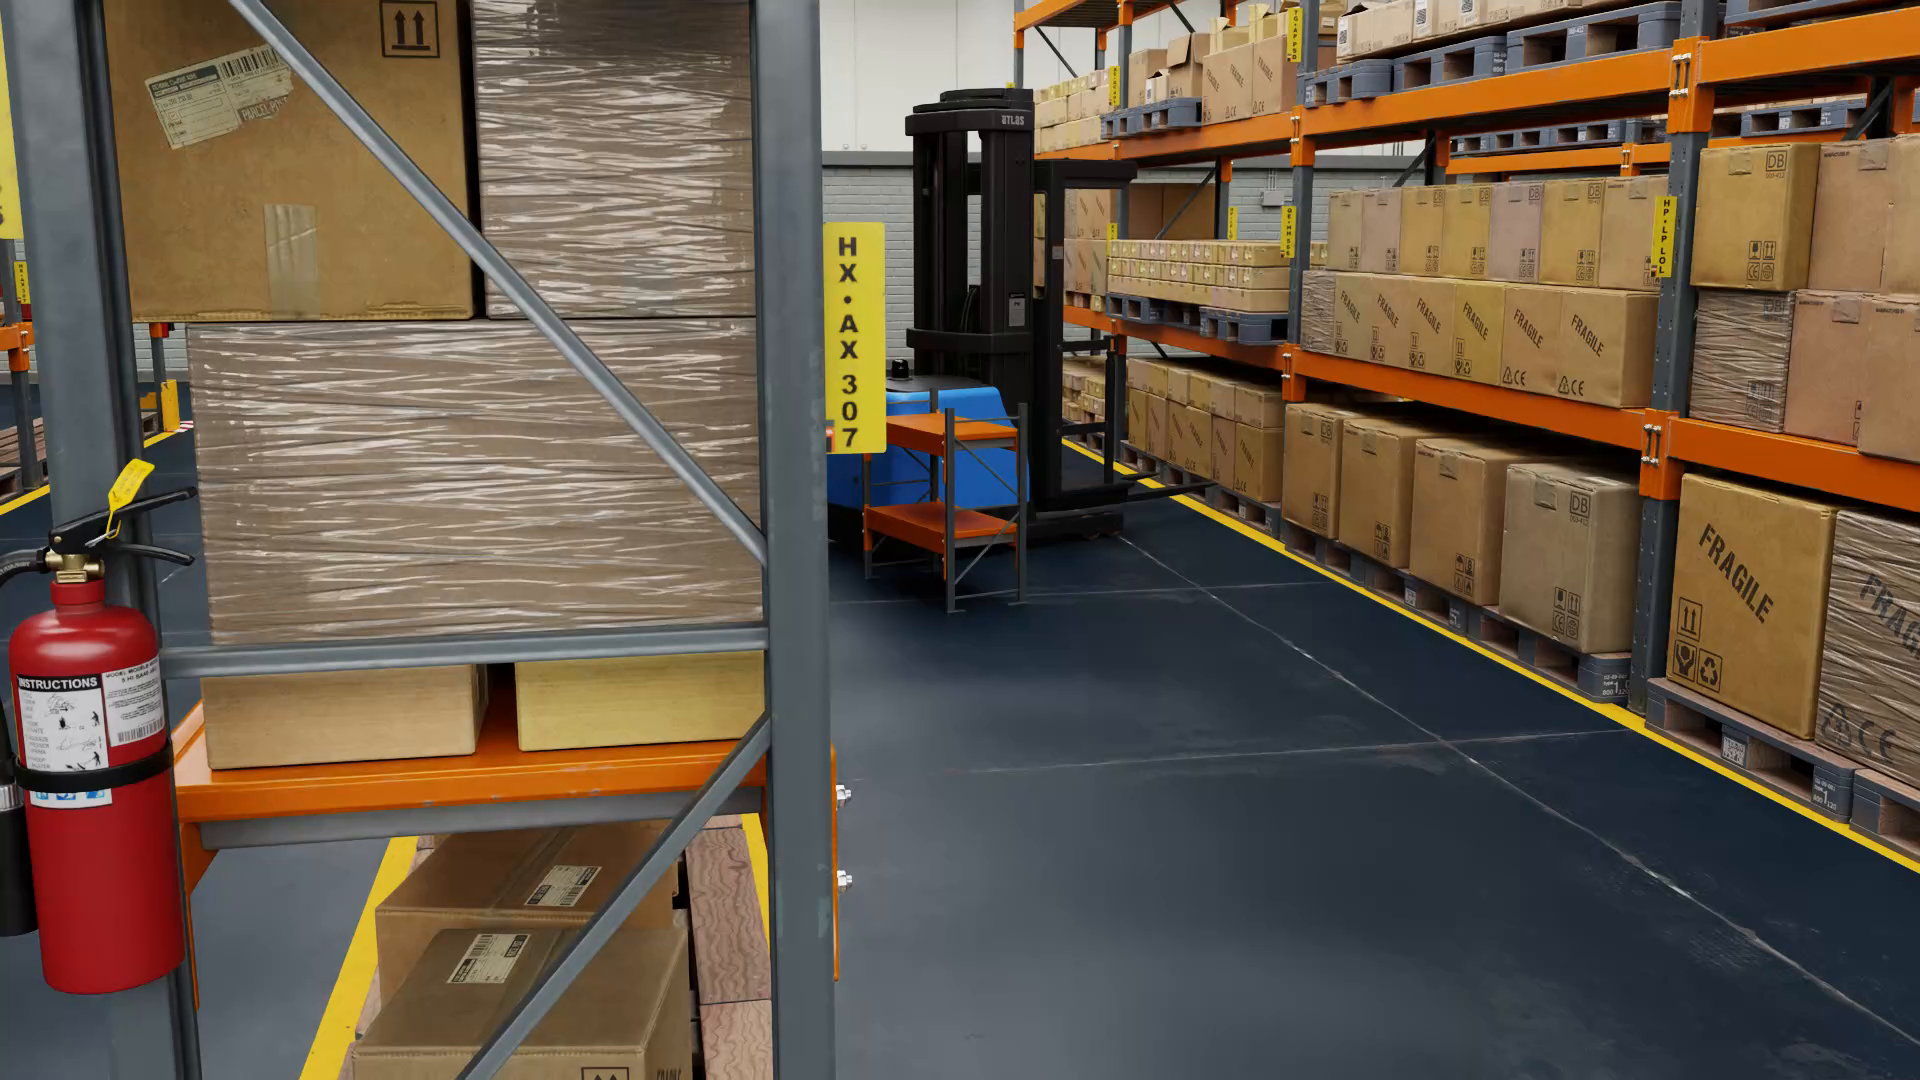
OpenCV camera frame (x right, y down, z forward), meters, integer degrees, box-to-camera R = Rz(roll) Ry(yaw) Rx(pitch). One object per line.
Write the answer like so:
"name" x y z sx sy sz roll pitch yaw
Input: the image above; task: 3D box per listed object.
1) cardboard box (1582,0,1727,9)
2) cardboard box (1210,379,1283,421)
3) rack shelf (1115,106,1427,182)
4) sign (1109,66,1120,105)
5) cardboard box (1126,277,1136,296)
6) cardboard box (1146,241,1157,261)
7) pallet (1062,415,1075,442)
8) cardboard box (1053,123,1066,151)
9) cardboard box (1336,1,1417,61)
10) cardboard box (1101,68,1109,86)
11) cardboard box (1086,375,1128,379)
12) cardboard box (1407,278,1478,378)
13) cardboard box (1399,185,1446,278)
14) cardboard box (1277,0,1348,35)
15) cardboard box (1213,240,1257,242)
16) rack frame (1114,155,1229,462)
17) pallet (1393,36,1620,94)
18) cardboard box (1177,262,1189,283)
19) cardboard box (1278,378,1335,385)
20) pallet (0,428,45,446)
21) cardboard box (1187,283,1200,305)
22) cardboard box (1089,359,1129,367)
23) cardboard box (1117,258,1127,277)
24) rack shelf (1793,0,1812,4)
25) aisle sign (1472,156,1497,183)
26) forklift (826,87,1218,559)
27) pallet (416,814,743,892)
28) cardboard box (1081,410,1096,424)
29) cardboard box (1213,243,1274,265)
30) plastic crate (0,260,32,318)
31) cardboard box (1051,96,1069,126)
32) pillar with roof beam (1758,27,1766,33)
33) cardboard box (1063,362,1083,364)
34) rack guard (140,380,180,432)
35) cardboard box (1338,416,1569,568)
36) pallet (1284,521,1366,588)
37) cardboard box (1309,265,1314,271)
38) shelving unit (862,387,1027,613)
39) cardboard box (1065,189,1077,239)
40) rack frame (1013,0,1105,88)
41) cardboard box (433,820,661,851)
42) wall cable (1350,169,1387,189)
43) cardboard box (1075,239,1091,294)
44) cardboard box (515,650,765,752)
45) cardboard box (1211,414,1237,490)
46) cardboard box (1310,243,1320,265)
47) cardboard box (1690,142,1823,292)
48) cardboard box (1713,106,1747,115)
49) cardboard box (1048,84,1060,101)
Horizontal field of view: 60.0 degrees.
"cardboard box" 3.125 -2.514 7.370 0.500 0.250 0.500 -2 11 -10
"cardboard box" 2.142 -1.023 12.107 0.500 0.250 0.500 -2 11 -10
"rack shelf" 2.252 -2.955 12.603 1.077 0.370 4.000 -2 11 -11
"sign" 1.333 -3.908 14.304 0.100 0.325 0.005 -2 11 -11
"cardboard box" 1.593 -2.099 13.753 0.380 0.149 0.250 -2 11 -11
"cardboard box" 1.693 -2.297 13.202 0.380 0.149 0.250 -2 11 -11
"pallet" 1.457 -1.178 16.823 1.003 0.211 1.213 -2 11 -11
"cardboard box" 1.223 -3.958 16.349 0.500 0.250 0.500 -2 11 -11
"cardboard box" 2.566 -3.013 9.829 0.500 0.311 0.500 -2 11 -11
"cardboard box" 1.473 -4.139 14.896 0.380 0.149 0.250 -2 11 -10
"cardboard box" 1.421 -1.497 15.951 0.380 0.149 0.250 -2 11 -9
"cardboard box" 2.758 -1.148 8.940 0.500 0.500 0.500 -2 11 -12
"cardboard box" 2.920 -1.739 9.371 0.700 0.500 0.500 -2 11 -12
"cardboard box" 2.308 -3.432 10.868 0.396 0.266 0.258 -2 11 -11
"cardboard box" 2.286 -2.366 13.562 0.380 0.149 0.250 -2 11 -11
"rack frame" 1.863 -2.202 14.744 1.000 3.000 0.127 -2 11 -11
"pallet" 3.039 -2.528 8.939 1.003 0.211 1.213 -2 11 -8
"cardboard box" 1.846 -2.008 12.477 0.380 0.149 0.250 -2 11 -10
"cardboard box" 2.646 -1.043 12.213 0.500 0.250 0.500 -2 11 -12
"pallet" -8.302 -0.848 15.087 1.003 0.211 1.213 -2 11 -11
"cardboard box" 1.899 -1.813 12.248 0.380 0.149 0.250 -3 11 -14
"cardboard box" 1.604 -1.855 17.830 0.380 0.149 0.250 -2 11 -12
"cardboard box" 1.541 -2.295 13.983 0.380 0.149 0.250 -2 11 -12
"rack shelf" 7.088 -4.431 13.404 1.077 0.370 4.000 -2 11 -11
"aisle sign" 6.211 -4.436 19.527 0.394 0.787 0.004 -2 11 -11
"forklift" 0.496 -1.512 11.301 3.031 2.935 1.130 -8 14 -37
"pallet" -1.300 0.919 5.805 1.003 0.211 1.213 -2 11 -11
"cardboard box" 1.370 -1.164 15.793 0.380 0.149 0.250 -2 11 -13
"cardboard box" 1.999 -2.011 11.698 0.380 0.149 0.250 -2 11 -9
"plastic crate" -7.808 -2.094 13.844 0.402 0.464 0.583 -2 11 -11
"cardboard box" 1.205 -4.210 16.333 0.500 0.250 0.500 -3 11 -13
"pillar with roof beam" 6.926 -6.633 21.980 9.100 9.000 0.400 -2 11 -11
"cardboard box" 1.078 -1.786 17.467 0.380 0.149 0.250 -3 11 -14
"rack guard" -8.675 -1.370 17.056 1.175 0.500 0.348 -2 11 -11
"cardboard box" 2.845 -0.294 9.615 1.050 0.750 0.750 -2 11 -10
"pallet" 2.721 0.049 10.376 1.003 0.211 1.213 -2 11 -11
"cardboard box" 2.634 -1.892 11.867 0.380 0.149 0.250 -2 11 -13
"shelving unit" -0.105 -0.259 9.549 0.538 1.125 1.048 -6 12 -29
"cardboard box" 1.315 -3.154 16.008 0.500 0.500 0.500 -2 11 -10
"rack frame" 1.085 -5.883 18.037 1.000 3.000 0.127 -2 11 -11
"cardboard box" -1.046 0.843 4.306 0.500 0.500 0.500 -1 11 -6
"wall cable" 6.190 -4.720 25.258 0.588 1.984 0.122 -2 11 -11
"cardboard box" 1.392 -2.571 15.619 0.500 0.500 0.500 -2 11 -13
"cardboard box" -0.509 0.223 2.674 0.380 0.149 0.250 -2 11 -11
"cardboard box" 2.160 -0.653 12.169 0.500 0.500 0.500 -2 11 -9
"cardboard box" 2.643 -2.030 11.796 0.380 0.149 0.250 -2 11 -11
"cardboard box" 3.457 -1.270 6.558 0.875 0.550 0.550 -2 11 -11
"cardboard box" 6.602 -3.721 14.203 0.380 0.166 0.250 -3 11 -15
"cardboard box" 1.096 -4.470 16.633 0.380 0.149 0.250 -2 11 -9
